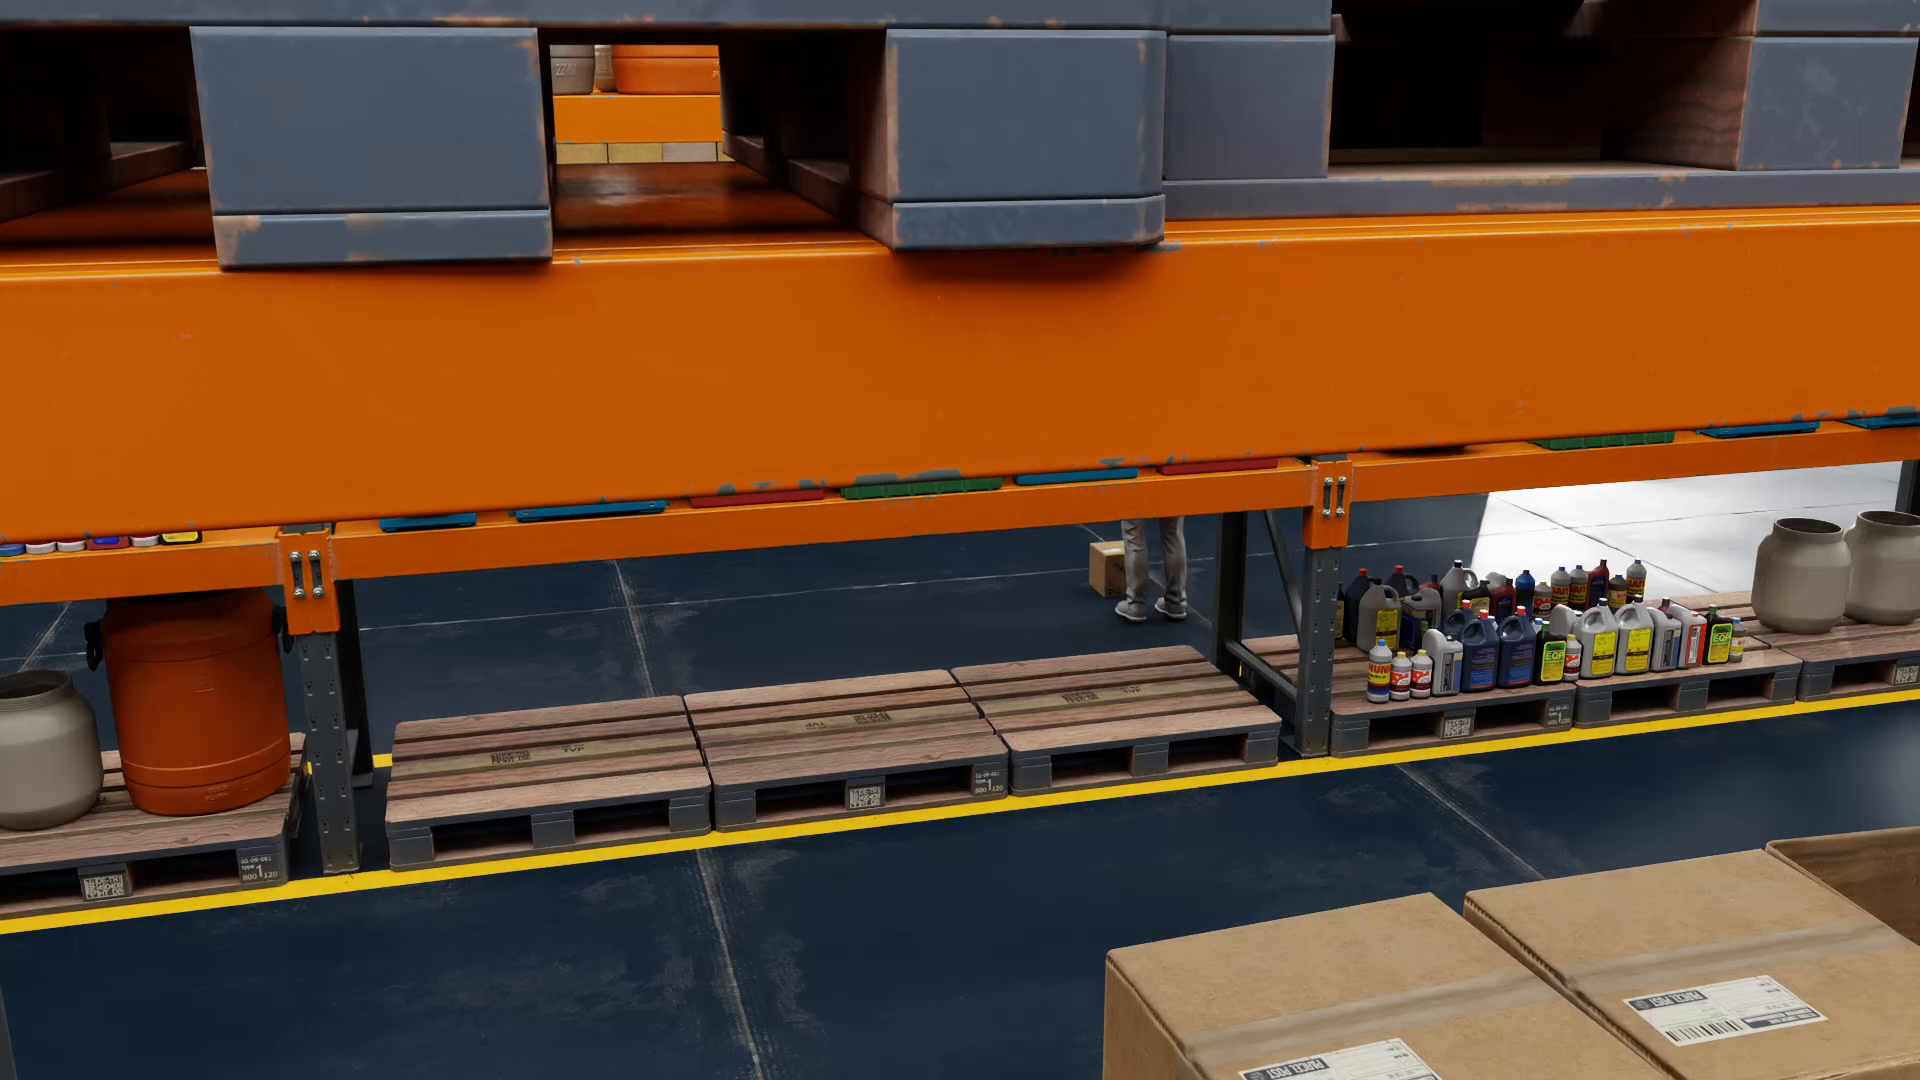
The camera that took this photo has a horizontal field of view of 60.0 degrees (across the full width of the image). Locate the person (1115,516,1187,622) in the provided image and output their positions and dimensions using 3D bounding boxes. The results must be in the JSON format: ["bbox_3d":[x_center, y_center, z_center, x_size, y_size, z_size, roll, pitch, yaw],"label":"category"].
[{"bbox_3d":[1.021,-0.392,8.873,0.466,1.676,0.337,-4,17,-14],"label":"person"}]
